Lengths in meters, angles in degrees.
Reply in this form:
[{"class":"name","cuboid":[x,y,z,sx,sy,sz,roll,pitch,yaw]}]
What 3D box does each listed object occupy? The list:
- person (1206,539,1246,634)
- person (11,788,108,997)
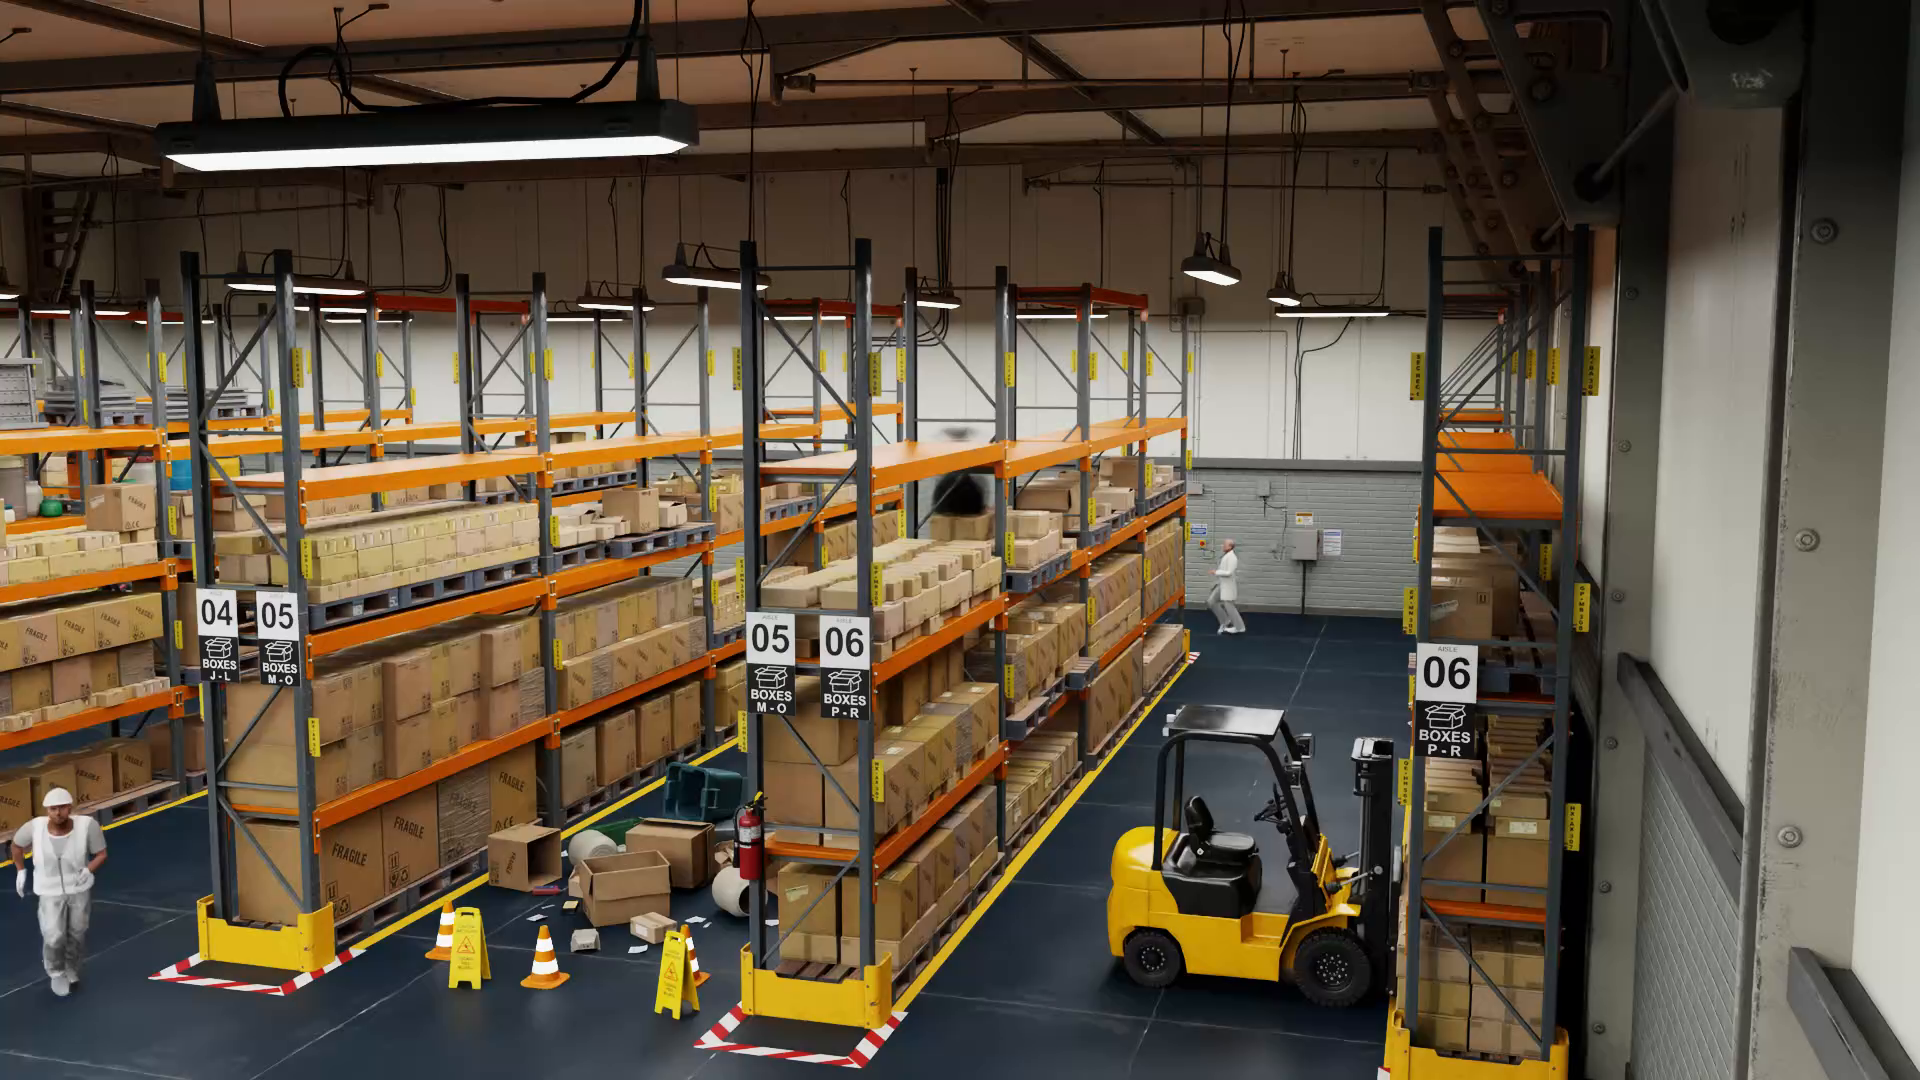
[{"class":"person","cuboid":[4.886,0.866,30.603,0.760,1.791,0.692,-1,6,-7]},{"class":"person","cuboid":[-7.187,2.826,13.314,0.674,1.753,0.780,-4,7,-29]}]
